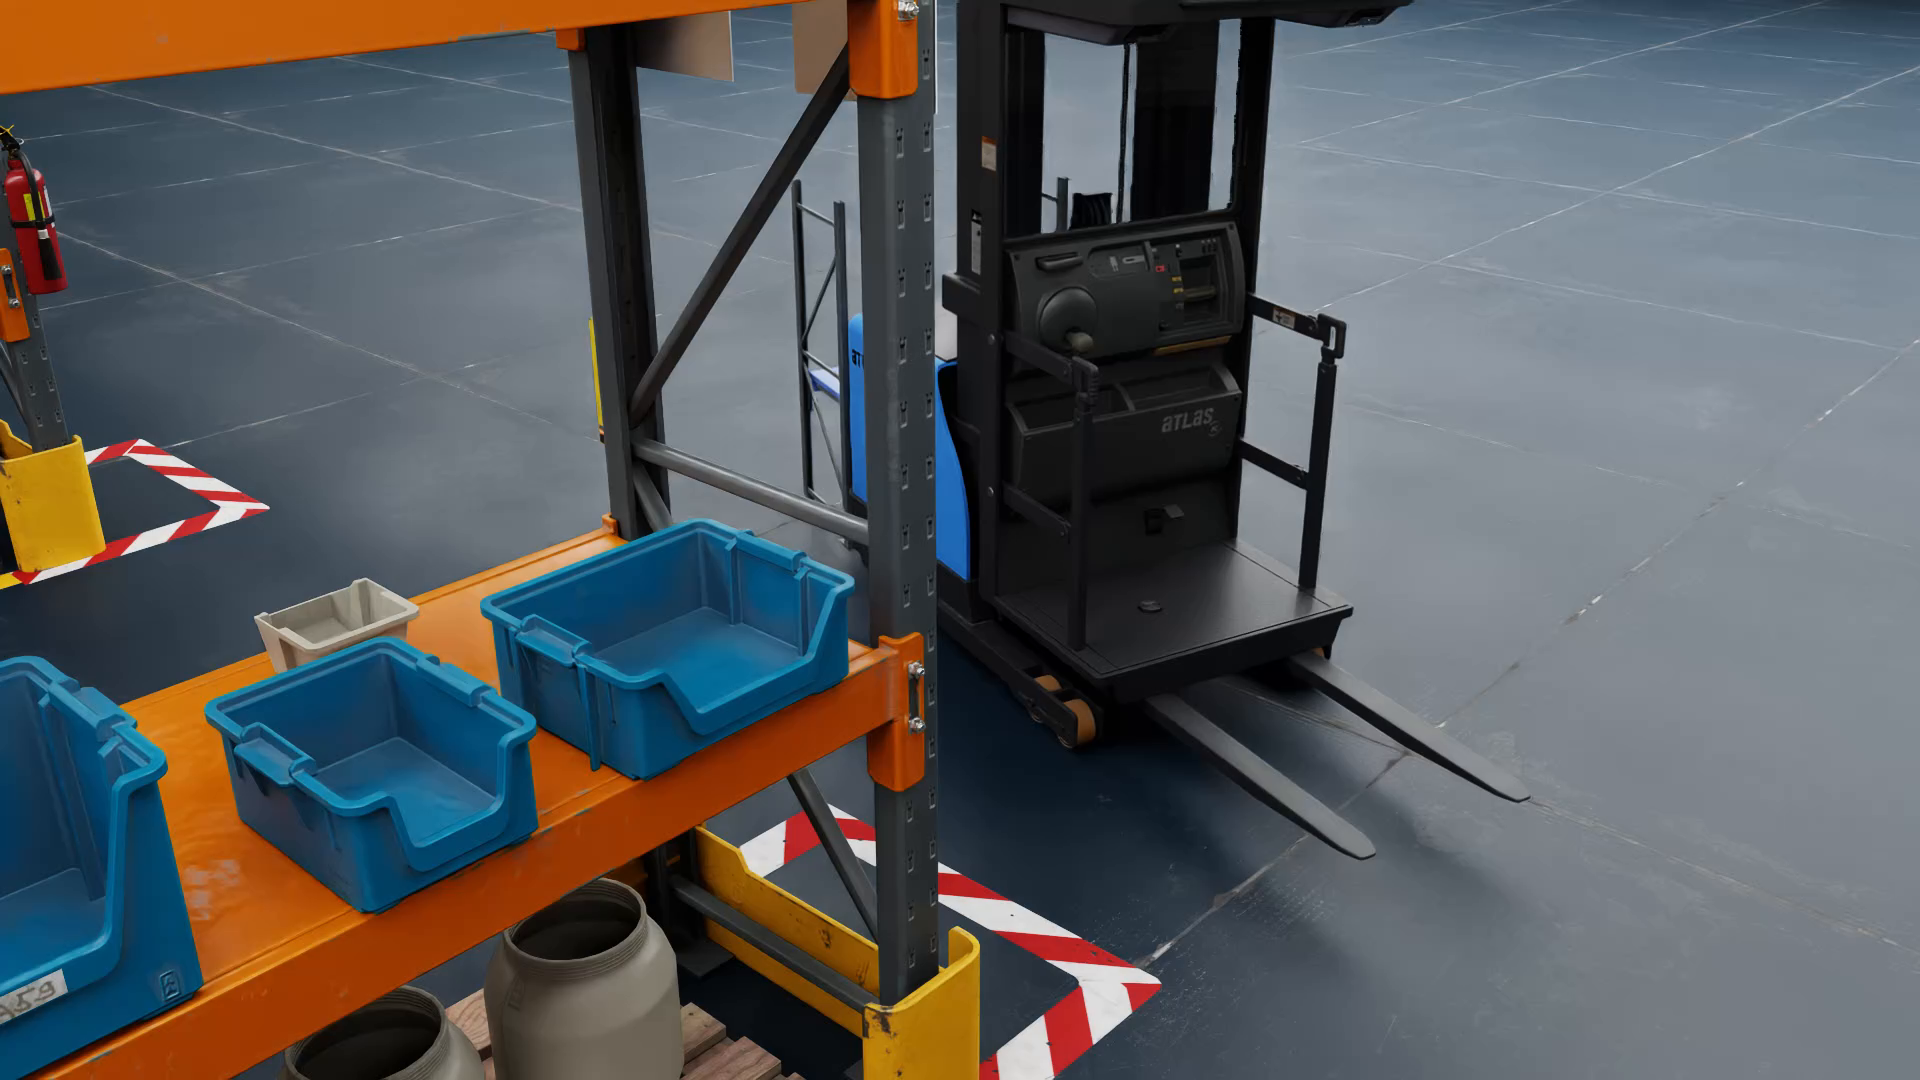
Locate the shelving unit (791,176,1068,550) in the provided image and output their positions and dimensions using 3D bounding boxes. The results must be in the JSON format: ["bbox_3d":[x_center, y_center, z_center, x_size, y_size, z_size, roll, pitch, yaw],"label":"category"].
[{"bbox_3d":[-0.128,-0.829,7.266,1.048,1.500,0.538,-12,27,-25],"label":"shelving unit"}]

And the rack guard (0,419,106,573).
[{"bbox_3d":[-4.200,-0.292,7.290,1.175,0.500,0.348,20,31,38],"label":"rack guard"}]

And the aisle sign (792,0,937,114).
[{"bbox_3d":[-0.192,-1.230,3.150,0.394,0.787,0.004,20,31,38],"label":"aisle sign"}]

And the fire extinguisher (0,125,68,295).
[{"bbox_3d":[-3.730,-1.329,6.643,0.296,0.674,0.183,20,31,38],"label":"fire extinguisher"}]

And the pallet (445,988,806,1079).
[{"bbox_3d":[-1.023,1.451,3.755,1.003,0.211,1.213,20,31,38],"label":"pallet"}]

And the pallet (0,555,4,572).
[{"bbox_3d":[-4.768,0.078,6.818,1.003,0.211,1.213,20,31,38],"label":"pallet"}]

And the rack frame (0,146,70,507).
[{"bbox_3d":[-4.149,-1.456,6.830,1.000,3.000,0.127,20,31,38],"label":"rack frame"}]

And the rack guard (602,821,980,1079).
[{"bbox_3d":[-0.476,1.073,4.245,1.175,0.500,0.348,20,31,38],"label":"rack guard"}]

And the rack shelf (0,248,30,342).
[{"bbox_3d":[-5.484,-0.518,5.618,1.077,0.370,4.000,20,31,38],"label":"rack shelf"}]

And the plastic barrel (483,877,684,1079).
[{"bbox_3d":[-0.843,1.062,3.743,0.421,0.512,0.421,0,24,0],"label":"plastic barrel"}]

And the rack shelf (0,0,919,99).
[{"bbox_3d":[-1.796,-0.534,1.988,1.077,0.370,4.000,20,31,38],"label":"rack shelf"}]

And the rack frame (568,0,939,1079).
[{"bbox_3d":[-0.461,-0.103,3.814,1.000,3.000,0.127,20,31,38],"label":"rack frame"}]

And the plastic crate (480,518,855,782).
[{"bbox_3d":[-0.572,0.199,3.322,0.499,0.251,0.616,20,31,38],"label":"plastic crate"}]

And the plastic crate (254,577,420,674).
[{"bbox_3d":[-1.298,0.202,3.456,0.298,0.136,0.250,20,31,38],"label":"plastic crate"}]

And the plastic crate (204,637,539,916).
[{"bbox_3d":[-1.010,0.395,2.884,0.499,0.251,0.408,20,31,38],"label":"plastic crate"}]

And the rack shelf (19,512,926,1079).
[{"bbox_3d":[-1.796,0.834,2.602,1.077,0.370,4.000,20,31,38],"label":"rack shelf"}]

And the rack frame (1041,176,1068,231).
[{"bbox_3d":[0.325,-0.924,7.478,0.032,1.500,0.500,-12,27,-25],"label":"rack frame"}]

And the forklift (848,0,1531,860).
[{"bbox_3d":[0.691,-0.840,5.542,1.130,2.935,3.031,-13,27,-26],"label":"forklift"}]

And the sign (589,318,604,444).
[{"bbox_3d":[-0.868,-0.381,4.095,0.100,0.325,0.005,20,31,38],"label":"sign"}]

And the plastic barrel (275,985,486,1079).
[{"bbox_3d":[-1.178,1.215,3.402,0.421,0.512,0.421,0,24,0],"label":"plastic barrel"}]

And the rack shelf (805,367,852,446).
[{"bbox_3d":[-0.128,-0.665,7.340,1.000,0.185,0.538,-12,27,-25],"label":"rack shelf"}]

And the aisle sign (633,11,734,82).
[{"bbox_3d":[-0.631,-1.391,3.509,0.394,0.787,0.004,20,31,38],"label":"aisle sign"}]

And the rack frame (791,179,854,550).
[{"bbox_3d":[-0.580,-0.735,7.055,0.032,1.500,0.500,-12,27,-25],"label":"rack frame"}]

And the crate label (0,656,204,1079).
[{"bbox_3d":[-1.488,0.515,2.391,0.502,0.435,0.616,20,31,38],"label":"crate label"}]
